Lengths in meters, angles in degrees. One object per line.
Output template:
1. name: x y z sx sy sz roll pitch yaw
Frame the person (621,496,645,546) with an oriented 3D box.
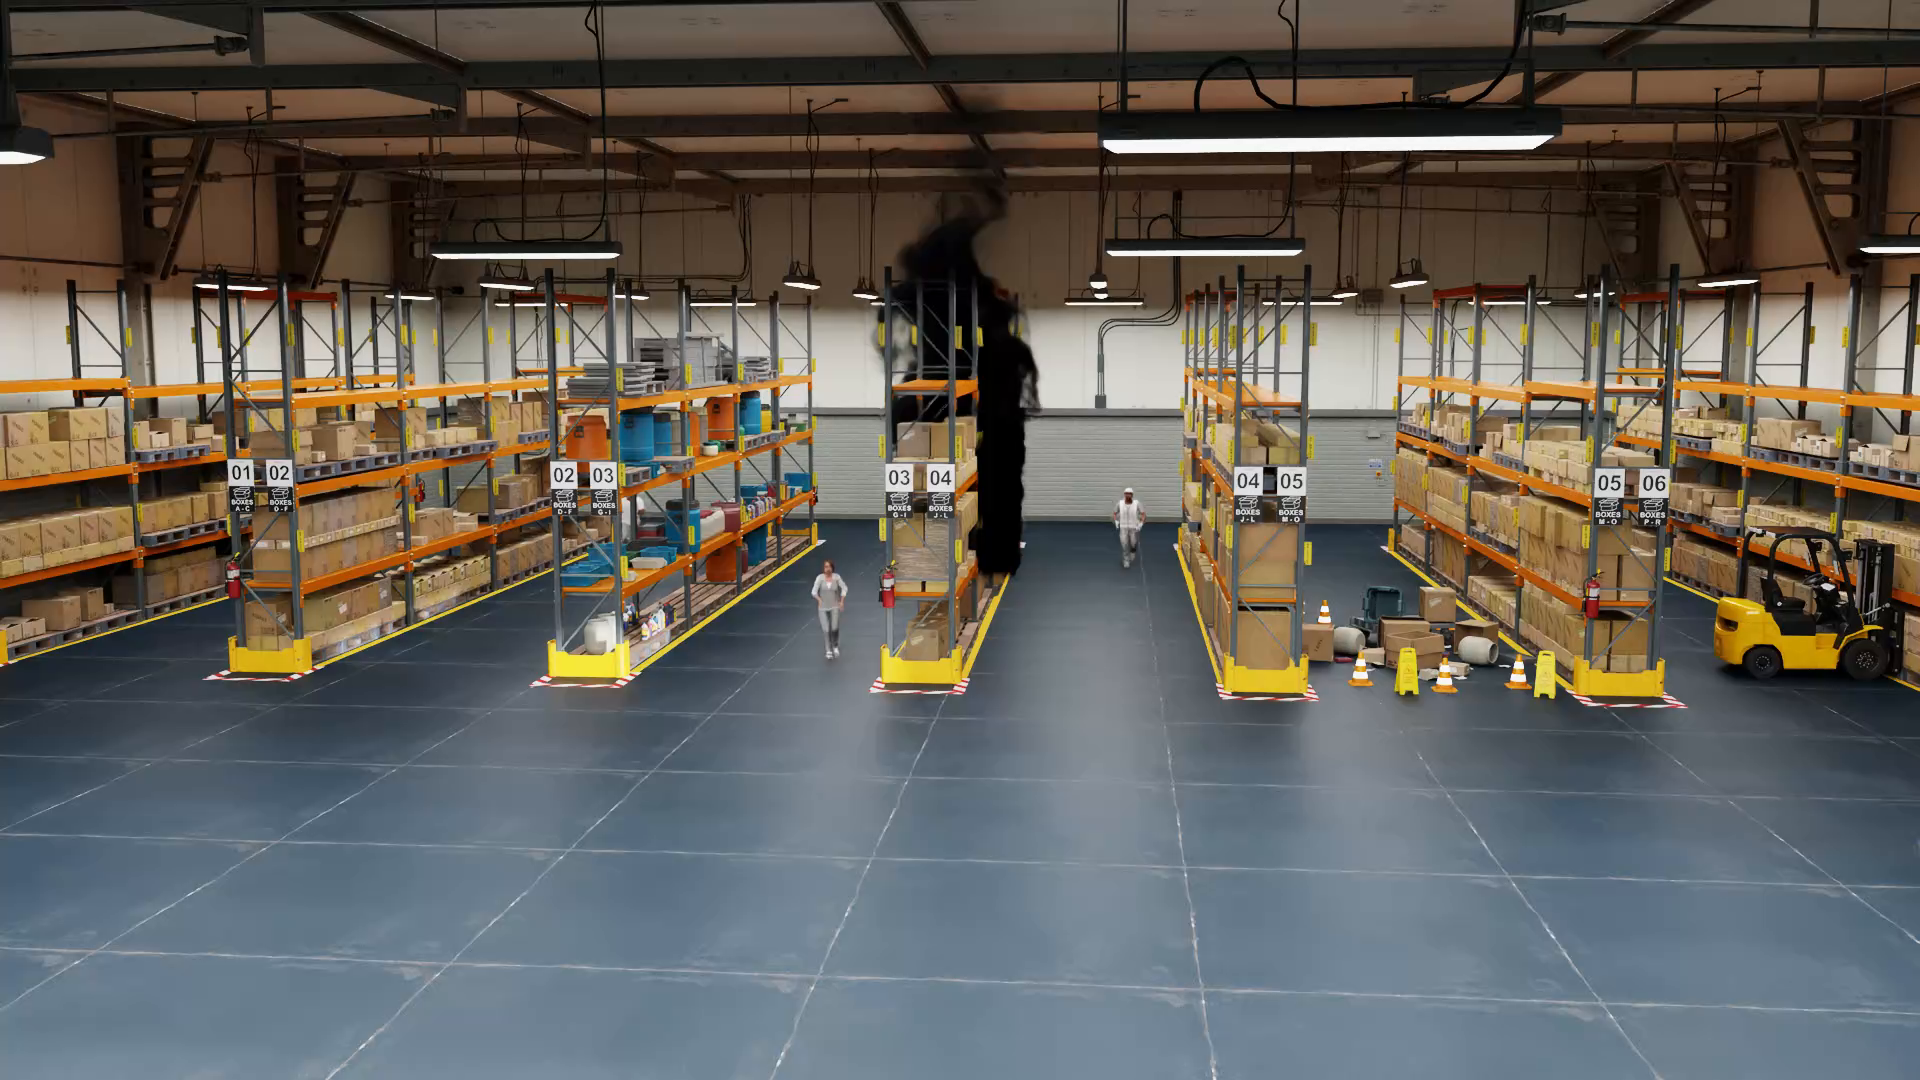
1. person: -7.304 -0.334 36.784 0.670 1.827 0.757 0 7 -4

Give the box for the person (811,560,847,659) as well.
1. person: -2.037 1.085 25.813 0.541 1.568 0.604 0 7 -1

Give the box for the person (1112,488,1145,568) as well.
1. person: 3.689 -0.280 36.385 0.723 1.741 0.715 1 7 8
